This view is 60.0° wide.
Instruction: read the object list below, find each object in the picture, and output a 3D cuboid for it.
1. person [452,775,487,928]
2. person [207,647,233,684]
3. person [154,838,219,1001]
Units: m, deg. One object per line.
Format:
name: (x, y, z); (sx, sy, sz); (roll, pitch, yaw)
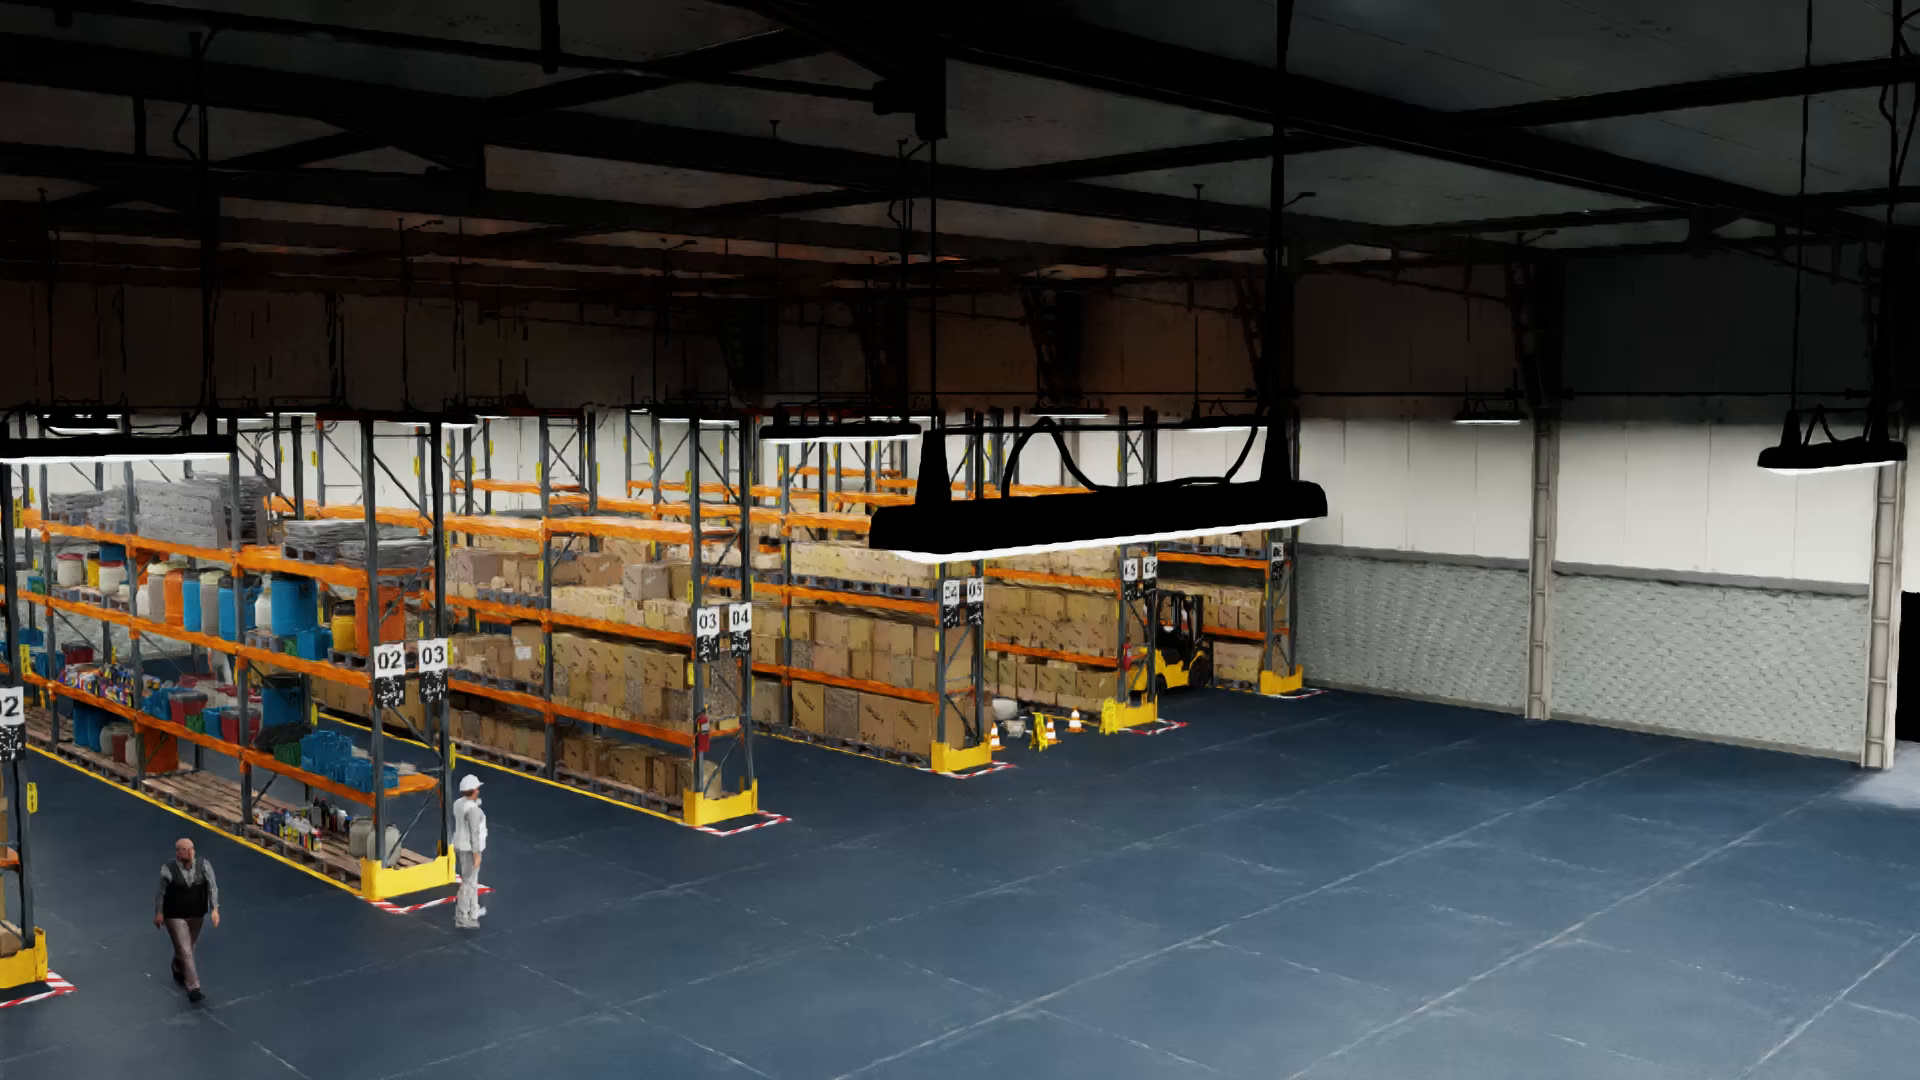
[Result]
person: (-5.836, 3.684, 19.846); (0.497, 1.774, 0.628); (-4, 6, -35)
person: (-15.169, 2.510, 34.020); (0.446, 1.590, 1.109); (-5, 7, -43)
person: (-8.126, 3.948, 17.526); (1.029, 1.669, 0.555); (5, 7, 43)
